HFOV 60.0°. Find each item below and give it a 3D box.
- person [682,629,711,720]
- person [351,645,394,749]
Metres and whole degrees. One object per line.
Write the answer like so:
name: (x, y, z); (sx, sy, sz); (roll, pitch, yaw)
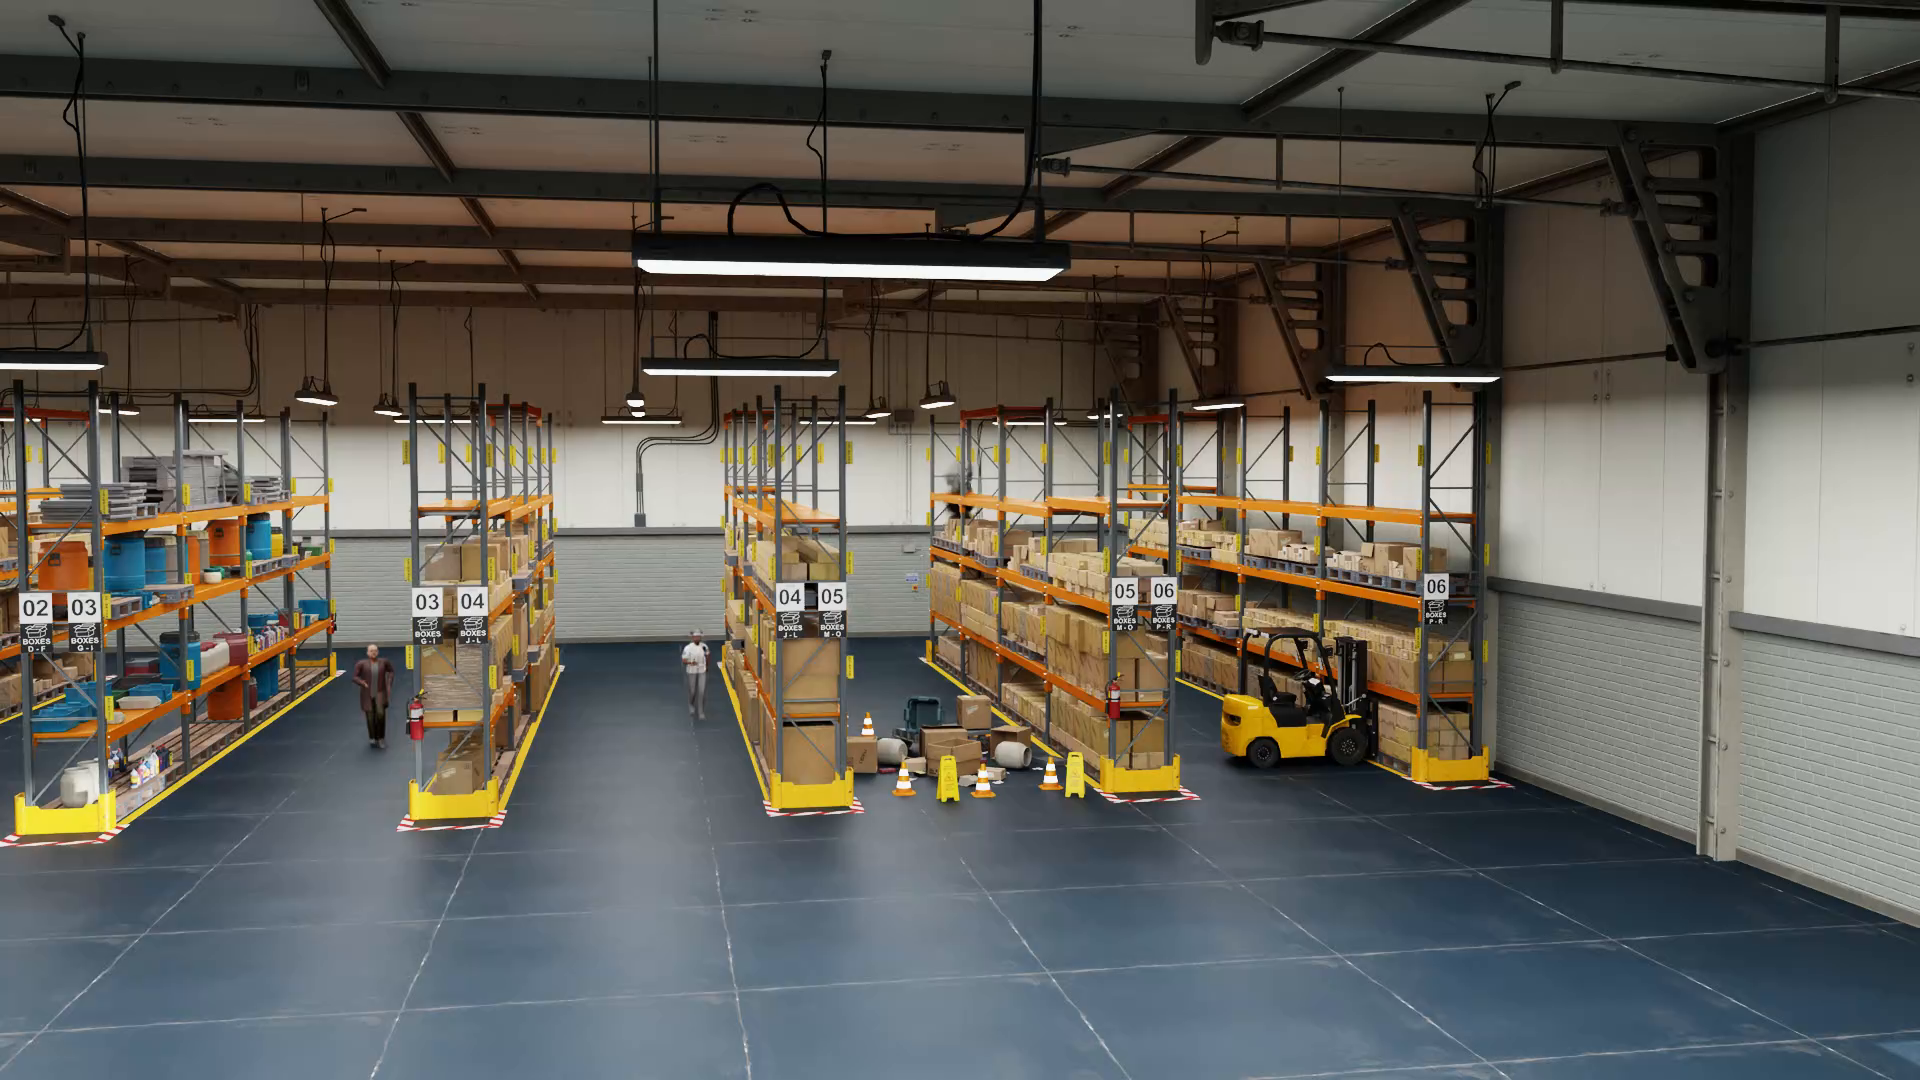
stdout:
person: (-4.995, 2.531, 31.600); (0.586, 1.680, 0.891); (-1, 3, -19)
person: (-10.040, 2.690, 28.453); (0.701, 1.804, 0.770); (-1, 3, -19)
